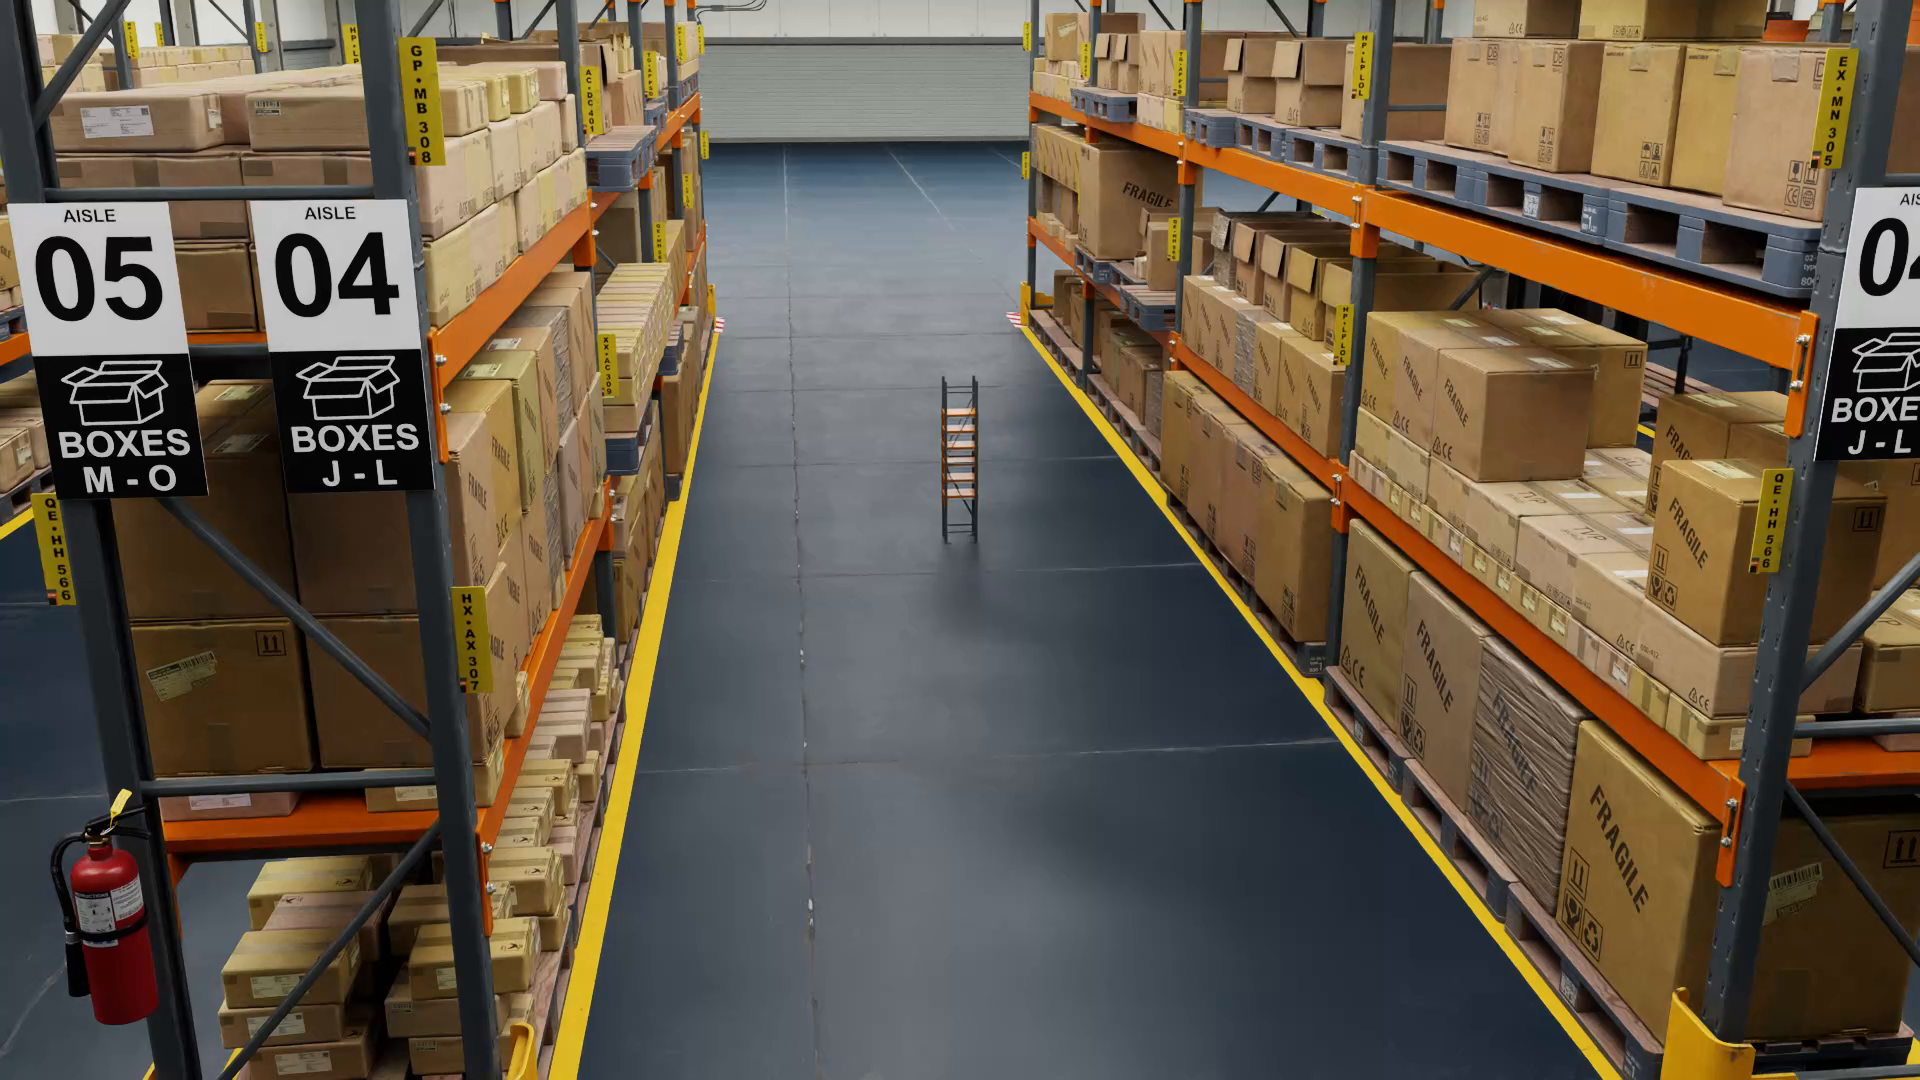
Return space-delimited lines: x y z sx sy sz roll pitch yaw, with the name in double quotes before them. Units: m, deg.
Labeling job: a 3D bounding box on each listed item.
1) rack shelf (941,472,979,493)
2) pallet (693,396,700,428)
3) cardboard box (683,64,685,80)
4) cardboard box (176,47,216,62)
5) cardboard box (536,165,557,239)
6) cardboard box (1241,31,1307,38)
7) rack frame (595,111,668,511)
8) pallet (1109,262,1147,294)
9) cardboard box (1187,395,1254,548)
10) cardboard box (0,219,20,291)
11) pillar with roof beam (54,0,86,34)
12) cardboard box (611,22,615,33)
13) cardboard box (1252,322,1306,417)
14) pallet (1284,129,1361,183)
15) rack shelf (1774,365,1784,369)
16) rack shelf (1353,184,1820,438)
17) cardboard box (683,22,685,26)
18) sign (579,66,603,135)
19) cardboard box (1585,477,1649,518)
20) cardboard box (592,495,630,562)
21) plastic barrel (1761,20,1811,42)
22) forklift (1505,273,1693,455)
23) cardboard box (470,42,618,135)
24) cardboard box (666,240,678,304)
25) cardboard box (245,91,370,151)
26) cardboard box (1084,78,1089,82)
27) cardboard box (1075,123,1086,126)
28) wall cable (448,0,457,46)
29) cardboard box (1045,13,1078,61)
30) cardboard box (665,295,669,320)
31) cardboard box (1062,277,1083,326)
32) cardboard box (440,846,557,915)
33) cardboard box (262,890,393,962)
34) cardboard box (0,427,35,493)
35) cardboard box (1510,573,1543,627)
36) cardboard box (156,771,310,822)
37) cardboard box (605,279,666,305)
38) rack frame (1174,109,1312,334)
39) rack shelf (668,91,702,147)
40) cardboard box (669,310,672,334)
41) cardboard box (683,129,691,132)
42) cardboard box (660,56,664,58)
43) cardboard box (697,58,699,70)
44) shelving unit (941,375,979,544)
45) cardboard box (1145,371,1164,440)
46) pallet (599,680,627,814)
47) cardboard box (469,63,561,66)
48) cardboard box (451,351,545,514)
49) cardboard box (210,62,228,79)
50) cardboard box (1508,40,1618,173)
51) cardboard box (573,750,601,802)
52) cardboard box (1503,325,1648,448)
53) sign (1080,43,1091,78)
"rack shelf" -0.001 -0.420 12.060 0.258 0.103 0.180 -2 18 -6
"pallet" -3.033 -1.298 15.958 1.003 0.211 1.213 -2 18 -6
"cardboard box" -2.916 -4.611 16.401 0.380 0.149 0.250 -2 18 -5
"cardboard box" -8.159 -5.161 17.688 0.380 0.149 0.250 -2 18 -6
"cardboard box" -1.951 -1.394 6.851 0.500 0.250 0.500 -2 18 -6
"cardboard box" 2.376 -3.652 12.794 0.500 0.500 0.500 -2 18 -5
"rack frame" -2.775 -1.664 12.470 1.000 3.000 0.127 -2 18 -6
"pallet" 1.924 -2.284 14.765 1.003 0.211 1.213 -2 18 -6
"cardboard box" 2.303 -0.502 11.613 1.225 0.875 0.875 -2 18 -5
"cardboard box" -7.566 -2.167 12.708 0.500 0.500 0.500 -1 17 -3
"pillar with roof beam" -11.231 -10.045 29.150 9.100 9.000 0.400 -2 18 -6
"cardboard box" -3.569 -4.970 16.212 0.380 0.149 0.250 -2 18 -6
"cardboard box" 2.156 -1.077 10.433 0.500 0.500 0.500 -2 18 -6
"pallet" 2.438 -2.207 9.510 0.805 0.209 1.217 -2 18 -8
"rack shelf" 7.301 -1.001 11.559 1.077 0.370 4.000 -2 18 -6
"rack shelf" 2.787 -1.087 6.826 1.077 0.370 4.000 -2 18 -6
"cardboard box" -2.967 -5.141 16.759 0.380 0.149 0.250 -2 18 -7
"sign" -1.824 -2.169 8.207 0.100 0.325 0.005 -2 18 -6
"cardboard box" 3.045 -0.085 7.194 0.500 0.250 0.500 -2 18 -7
"cardboard box" -2.176 -0.066 9.600 0.500 0.250 0.500 -3 18 -8
"plastic barrel" 7.159 -4.022 14.257 0.600 0.830 0.708 -2 18 -6
"forklift" 5.056 -1.761 12.892 3.031 2.935 1.130 -8 19 -25
"cardboard box" -2.391 -2.617 9.625 0.797 0.503 0.637 -2 18 -6
"cardboard box" -2.709 -2.304 14.341 0.500 0.500 0.500 -2 18 -6
"cardboard box" -1.757 -1.172 4.646 0.380 0.149 0.250 -2 18 -6
"cardboard box" 1.435 -4.617 16.451 0.380 0.149 0.250 -1 17 -4
"cardboard box" 1.646 -4.681 19.747 0.500 0.500 0.500 -2 18 -6
"wall cable" -16.358 -14.712 49.199 3.097 2.526 0.112 -2 18 -6
"cardboard box" 1.228 -5.579 18.435 0.500 0.500 0.500 -2 18 -6
"cardboard box" -2.212 -1.596 11.473 0.380 0.149 0.250 -1 17 -4
"cardboard box" 1.487 -2.815 19.607 0.500 0.500 0.500 3 18 9
"cardboard box" -1.713 1.271 6.185 0.380 0.149 0.250 -2 18 -6
"cardboard box" -2.226 1.369 5.874 0.380 0.149 0.250 -1 17 -5
"cardboard box" -7.737 -0.596 12.754 0.950 0.372 0.625 -3 18 -9
"cardboard box" 2.495 0.239 6.828 0.380 0.149 0.250 -2 18 -5
"cardboard box" -2.265 0.751 5.197 0.380 0.149 0.250 -2 18 -6
"cardboard box" -2.187 -1.664 11.195 0.380 0.149 0.250 -1 17 -4
"rack frame" 2.169 -1.787 12.862 1.000 3.000 0.127 -2 18 -6
"rack shelf" -3.394 -4.540 17.822 1.077 0.370 4.000 -2 18 -6
"cardboard box" -2.243 -1.538 11.786 0.380 0.149 0.250 -2 18 -6
"cardboard box" -3.601 -4.522 19.521 0.875 0.550 0.550 -2 18 -6
"cardboard box" -2.956 -4.258 15.106 0.500 0.250 0.500 -2 17 -5
"cardboard box" -3.229 -5.518 19.290 0.380 0.149 0.250 -2 18 -6
"shelving unit" -0.001 -0.577 12.011 0.258 1.200 0.189 -2 18 -6
"cardboard box" 2.010 -1.168 14.329 0.700 0.500 0.500 -3 18 -10
"pallet" -2.258 1.057 8.457 1.003 0.211 1.213 -2 18 -6
"cardboard box" -2.021 -2.097 7.592 0.380 0.149 0.250 -1 17 -4
"cardboard box" -1.822 -0.395 6.095 0.500 0.500 0.500 -2 18 -7
"cardboard box" -8.084 -4.917 17.579 0.500 0.250 0.500 -1 17 -4
"cardboard box" 2.685 -1.770 6.766 0.700 0.500 0.500 -1 17 -3
"cardboard box" -1.877 1.102 7.717 0.380 0.149 0.250 -2 18 -6
"cardboard box" 2.942 -0.745 8.045 0.500 0.500 0.500 -2 18 -5
"sign" 1.217 -4.638 16.070 0.100 0.325 0.005 -2 18 -6
